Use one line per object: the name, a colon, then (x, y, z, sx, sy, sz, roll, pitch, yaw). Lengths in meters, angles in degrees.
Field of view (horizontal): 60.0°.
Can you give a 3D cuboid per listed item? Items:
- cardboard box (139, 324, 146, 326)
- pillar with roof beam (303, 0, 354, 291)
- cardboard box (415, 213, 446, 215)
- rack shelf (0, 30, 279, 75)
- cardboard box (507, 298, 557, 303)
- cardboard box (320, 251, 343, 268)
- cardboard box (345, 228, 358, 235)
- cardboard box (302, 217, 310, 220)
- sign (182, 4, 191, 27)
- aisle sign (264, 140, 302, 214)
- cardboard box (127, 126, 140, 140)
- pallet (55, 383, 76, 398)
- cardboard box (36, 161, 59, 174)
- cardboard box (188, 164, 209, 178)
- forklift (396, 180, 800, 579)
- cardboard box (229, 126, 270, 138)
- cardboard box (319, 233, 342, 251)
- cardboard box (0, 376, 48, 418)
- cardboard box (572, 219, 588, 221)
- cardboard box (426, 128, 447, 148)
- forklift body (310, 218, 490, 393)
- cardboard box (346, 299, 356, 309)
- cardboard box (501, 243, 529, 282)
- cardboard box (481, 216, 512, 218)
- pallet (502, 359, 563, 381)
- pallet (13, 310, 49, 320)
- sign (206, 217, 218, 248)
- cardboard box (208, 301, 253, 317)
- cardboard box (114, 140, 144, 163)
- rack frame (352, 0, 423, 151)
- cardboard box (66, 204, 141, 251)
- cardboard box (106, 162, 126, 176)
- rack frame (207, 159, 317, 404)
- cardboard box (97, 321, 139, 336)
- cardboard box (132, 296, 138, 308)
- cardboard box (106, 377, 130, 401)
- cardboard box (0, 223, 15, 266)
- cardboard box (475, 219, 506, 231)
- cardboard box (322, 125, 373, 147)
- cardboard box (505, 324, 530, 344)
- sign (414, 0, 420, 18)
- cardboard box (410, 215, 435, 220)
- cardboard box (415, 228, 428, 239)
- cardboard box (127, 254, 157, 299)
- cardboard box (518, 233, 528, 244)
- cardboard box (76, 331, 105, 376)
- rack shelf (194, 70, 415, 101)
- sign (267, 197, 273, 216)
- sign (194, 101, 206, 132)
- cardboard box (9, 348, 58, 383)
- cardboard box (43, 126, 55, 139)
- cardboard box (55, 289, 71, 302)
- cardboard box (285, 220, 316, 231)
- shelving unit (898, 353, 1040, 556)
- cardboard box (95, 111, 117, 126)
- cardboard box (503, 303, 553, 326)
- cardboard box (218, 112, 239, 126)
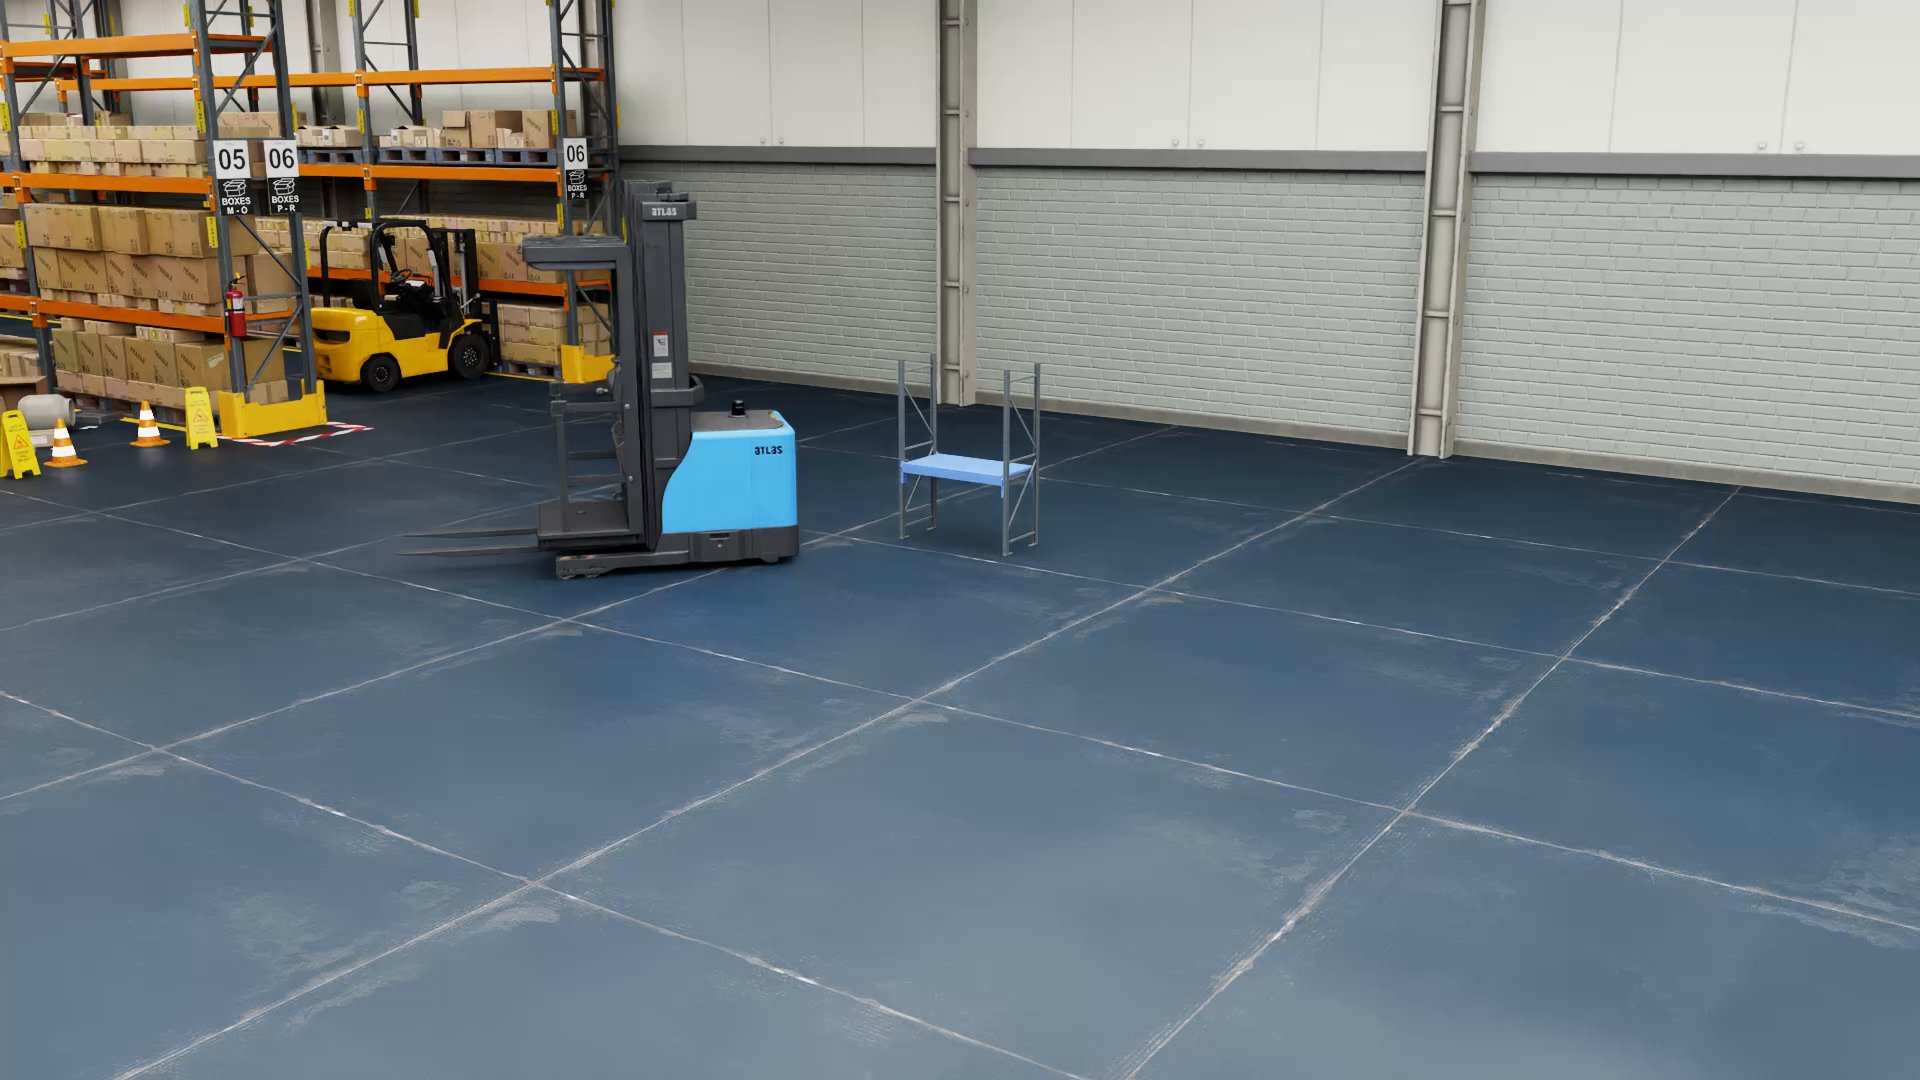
cardboard box: (-9.968, -2.377, 20.473, 0.500, 0.500, 0.500, 10, 17, 34)
pillar with roof beam: (-12.402, -6.823, 22.660, 0.400, 9.000, 9.100, 9, 17, 33)
cardboard box: (-7.831, -4.753, 24.606, 0.250, 0.149, 0.380, 9, 17, 33)
rack shelf: (-9.372, -5.531, 18.944, 4.000, 0.370, 1.077, 9, 17, 33)
cardboard box: (-6.064, -3.284, 23.614, 0.500, 0.250, 0.500, 9, 17, 32)
cardboard box: (-9.249, -4.237, 25.010, 0.500, 0.250, 0.500, 9, 17, 32)
cardboard box: (-8.896, -4.624, 24.703, 0.250, 0.149, 0.380, 9, 16, 32)
cardboard box: (-10.325, -4.996, 26.203, 0.250, 0.149, 0.380, 9, 17, 32)
sign: (-11.879, -8.059, 25.543, 0.005, 0.325, 0.100, 9, 17, 33)
aisle sign: (-7.488, -4.017, 18.398, 0.004, 0.787, 0.394, 9, 17, 33)
cardboard box: (-9.156, -4.601, 18.788, 0.250, 0.149, 0.380, 9, 16, 31)
pallet: (-11.679, -1.989, 21.417, 1.213, 0.211, 1.003, 9, 17, 33)
cardboard box: (-10.725, -4.435, 19.776, 0.250, 0.149, 0.380, 9, 17, 33)
cardboard box: (-8.165, -4.028, 18.132, 0.250, 0.149, 0.380, 9, 17, 33)
forklift: (-2.840, -1.266, 12.838, 3.031, 2.935, 1.130, -3, 14, -14)
cardboard box: (-7.894, -4.511, 18.425, 0.250, 0.149, 0.380, 9, 17, 32)
cardboard box: (-9.246, -4.481, 24.952, 0.500, 0.250, 0.500, 9, 16, 31)
cardboard box: (-10.902, -1.611, 19.285, 0.500, 0.500, 0.500, -4, 14, -16)
cardboard box: (-5.291, -4.335, 22.917, 0.250, 0.149, 0.380, 10, 17, 35)
cardboard box: (-7.203, -5.612, 23.206, 0.258, 0.266, 0.396, 9, 16, 31)
forklift body: (-7.537, -3.170, 22.154, 1.214, 2.155, 2.313, 9, 17, 33)
cardboard box: (-8.704, -3.347, 25.170, 0.625, 0.625, 0.875, 10, 17, 35)
cardboard box: (-5.926, -3.825, 22.826, 0.500, 0.500, 0.500, 10, 17, 35)
cardboard box: (-6.594, -4.535, 23.724, 0.250, 0.149, 0.380, 10, 17, 34)
pallet: (-5.604, -2.432, 23.210, 1.213, 0.211, 1.003, 9, 17, 33)
pallet: (-16.489, -4.203, 30.364, 1.213, 0.211, 1.003, 9, 17, 33)
sign: (-8.039, -3.309, 17.881, 0.005, 0.325, 0.100, 9, 17, 33)
cardboard box: (-8.143, -2.587, 18.555, 0.250, 0.149, 0.380, 10, 17, 35)
cardboard box: (-9.138, -4.380, 18.727, 0.500, 0.250, 0.500, 10, 17, 34)
rack frame: (-8.265, -7.140, 23.940, 0.127, 3.000, 1.000, 9, 17, 33)
cardboard box: (-9.975, -3.668, 19.492, 0.500, 0.500, 0.700, 9, 16, 32)
cardboard box: (-9.464, -4.225, 18.928, 0.250, 0.149, 0.380, 9, 16, 32)
rack frame: (-7.713, -2.702, 18.494, 0.127, 3.000, 1.000, 9, 17, 33)
cardboard box: (-9.970, -2.520, 19.699, 0.250, 0.149, 0.380, 10, 17, 36)
cardboard box: (-9.400, -2.796, 19.399, 0.250, 0.149, 0.380, 9, 17, 33)
cardboard box: (-9.802, -1.834, 19.839, 0.500, 0.250, 0.500, 9, 16, 32)
cardboard box: (-11.955, -3.717, 20.896, 0.500, 0.500, 0.500, 9, 17, 33)
cardboard box: (-6.475, -4.357, 23.004, 0.250, 0.149, 0.380, 10, 17, 34)
cardboard box: (-9.001, -5.942, 24.445, 0.500, 0.311, 0.500, 9, 16, 31)
cardboard box: (-5.934, -2.876, 23.006, 0.500, 0.250, 0.500, 9, 17, 32)
sign: (-7.935, -7.778, 24.243, 0.005, 0.325, 0.100, 9, 17, 33)
cardboard box: (-7.682, -4.585, 23.924, 0.250, 0.149, 0.380, 9, 16, 32)
cardboard box: (-7.536, -4.385, 23.736, 0.250, 0.149, 0.380, 10, 17, 34)
cardboard box: (-9.143, -3.048, 19.067, 0.500, 0.500, 0.500, 9, 17, 33)
cardboard box: (-5.800, -4.121, 22.671, 0.250, 0.149, 0.380, 10, 17, 34)
cardboard box: (-10.242, -2.269, 20.033, 0.500, 0.500, 0.500, 10, 17, 35)
rack shelf: (-9.924, -6.865, 25.158, 4.000, 0.370, 1.077, 9, 17, 33)
sign: (-11.277, -5.438, 27.138, 0.005, 0.325, 0.100, 9, 17, 33)
sign: (-8.039, -4.479, 17.591, 0.005, 0.325, 0.100, 9, 17, 33)
cardboard box: (-11.469, -2.236, 21.209, 0.625, 0.372, 0.950, 9, 17, 34)
cardboard box: (-10.507, -4.786, 19.534, 0.250, 0.149, 0.380, 9, 16, 31)
cardboard box: (-10.711, -2.986, 20.167, 0.250, 0.149, 0.380, 10, 17, 34)
cardboard box: (-10.137, -4.840, 25.575, 0.250, 0.149, 0.380, 9, 17, 33)
shelving unit: (0.071, -0.717, 13.597, 1.048, 1.500, 0.538, 9, 17, 33)
cardboard box: (-14.611, -7.206, 28.406, 0.258, 0.266, 0.396, 9, 16, 32)
cardboard box: (-5.929, -3.113, 22.924, 0.500, 0.250, 0.500, 10, 17, 34)
cardboard box: (-11.119, -6.376, 25.805, 0.500, 0.500, 0.500, 9, 17, 33)
